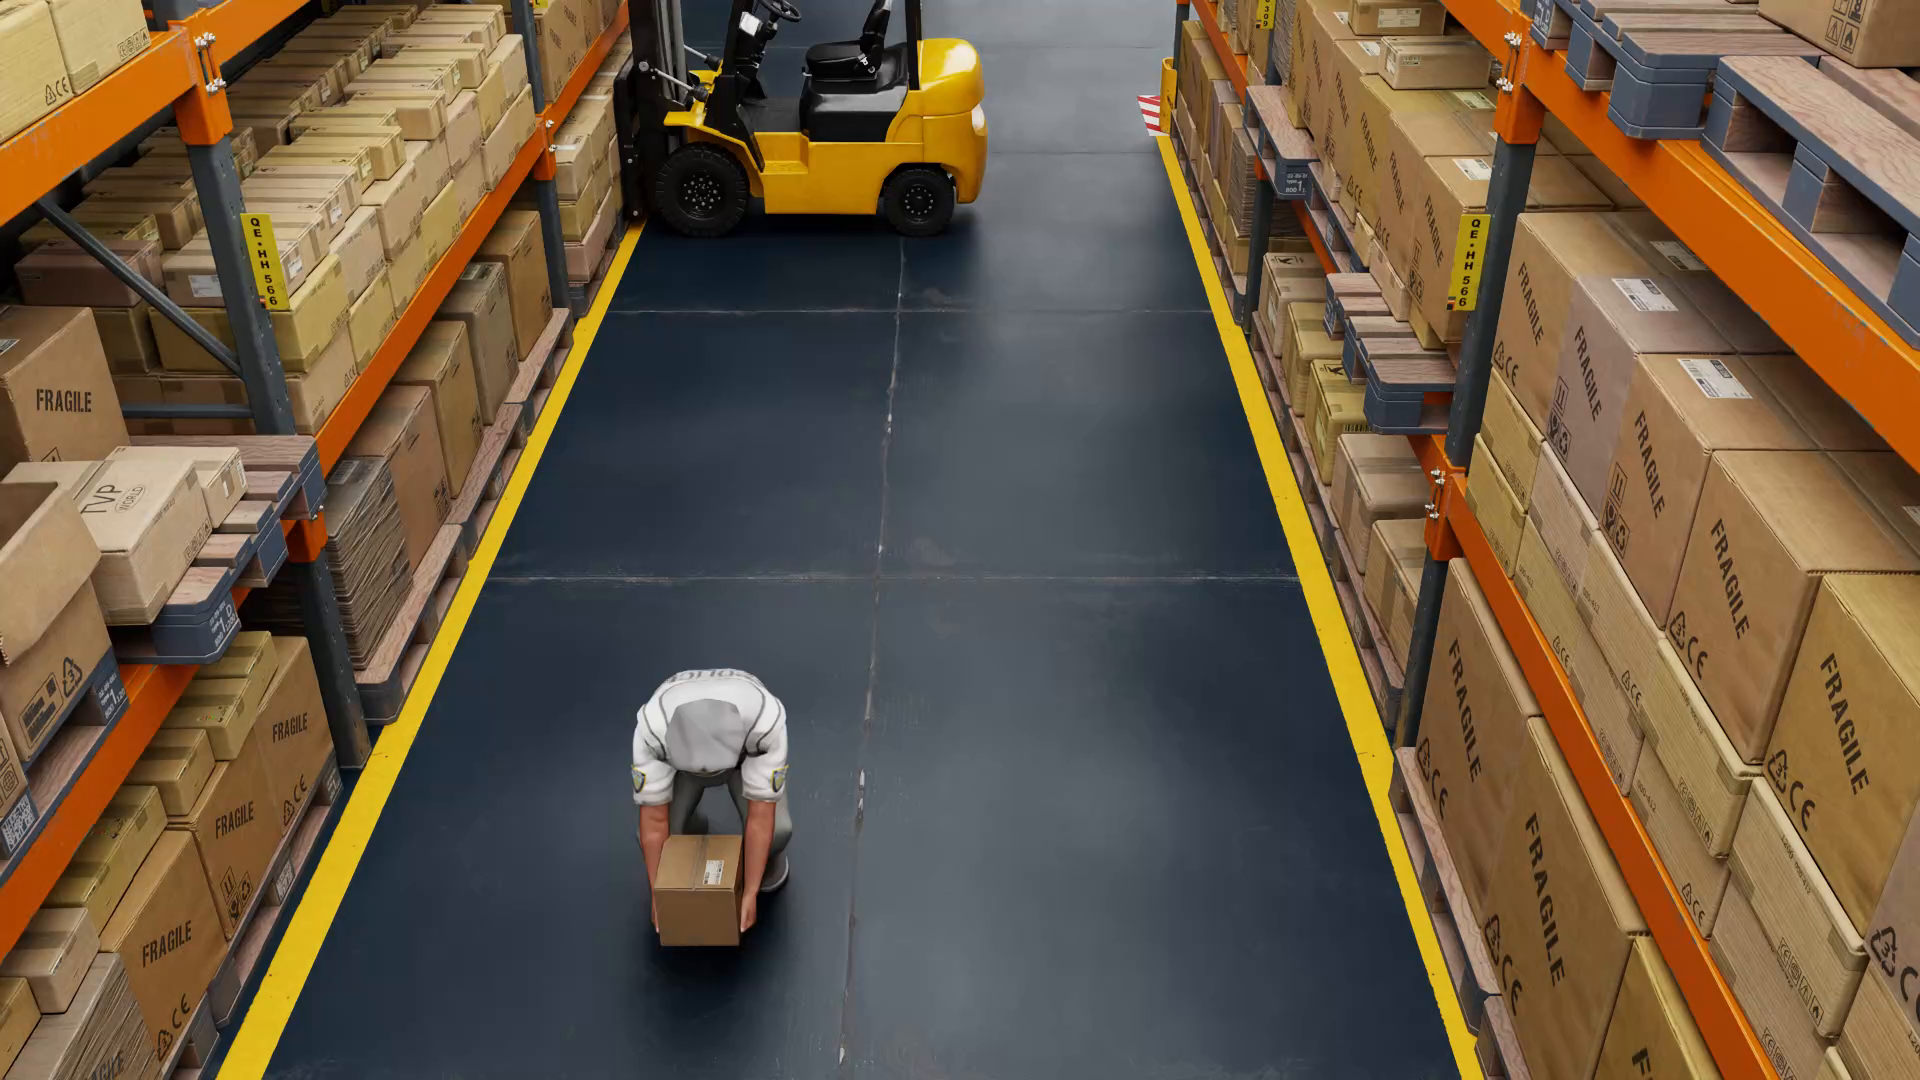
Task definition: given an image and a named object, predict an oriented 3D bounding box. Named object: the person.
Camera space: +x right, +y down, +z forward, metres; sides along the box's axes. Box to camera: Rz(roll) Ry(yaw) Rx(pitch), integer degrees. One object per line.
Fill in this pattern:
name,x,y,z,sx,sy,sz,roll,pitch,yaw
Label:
person,-0.823,0.787,5.548,0.533,1.025,0.919,-1,31,-1
